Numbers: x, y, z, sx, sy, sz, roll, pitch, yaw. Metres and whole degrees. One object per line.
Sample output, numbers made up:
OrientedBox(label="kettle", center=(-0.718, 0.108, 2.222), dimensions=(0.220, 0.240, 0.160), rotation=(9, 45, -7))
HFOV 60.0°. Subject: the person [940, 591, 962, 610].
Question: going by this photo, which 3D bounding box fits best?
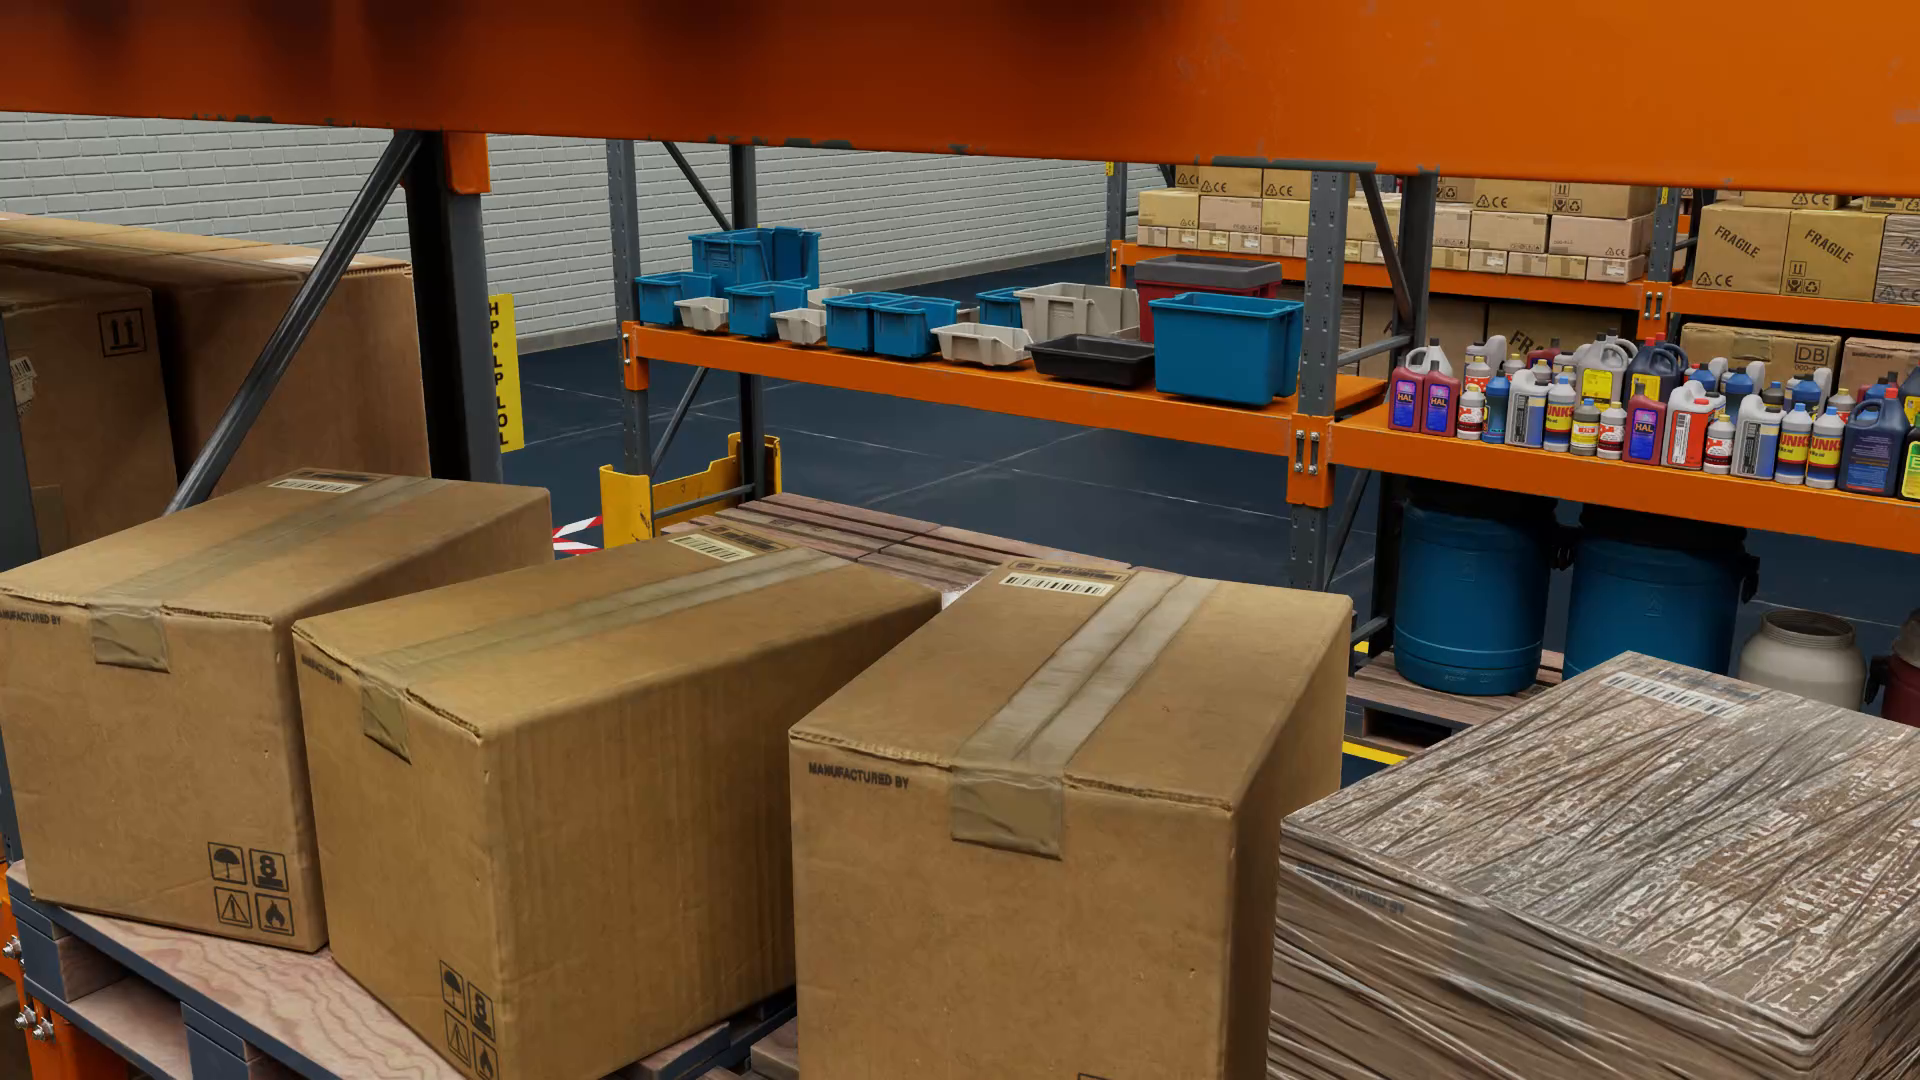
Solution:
OrientedBox(label="person", center=(0.089, 0.635, 6.078), dimensions=(1.029, 0.829, 0.531), rotation=(11, 20, 33))
